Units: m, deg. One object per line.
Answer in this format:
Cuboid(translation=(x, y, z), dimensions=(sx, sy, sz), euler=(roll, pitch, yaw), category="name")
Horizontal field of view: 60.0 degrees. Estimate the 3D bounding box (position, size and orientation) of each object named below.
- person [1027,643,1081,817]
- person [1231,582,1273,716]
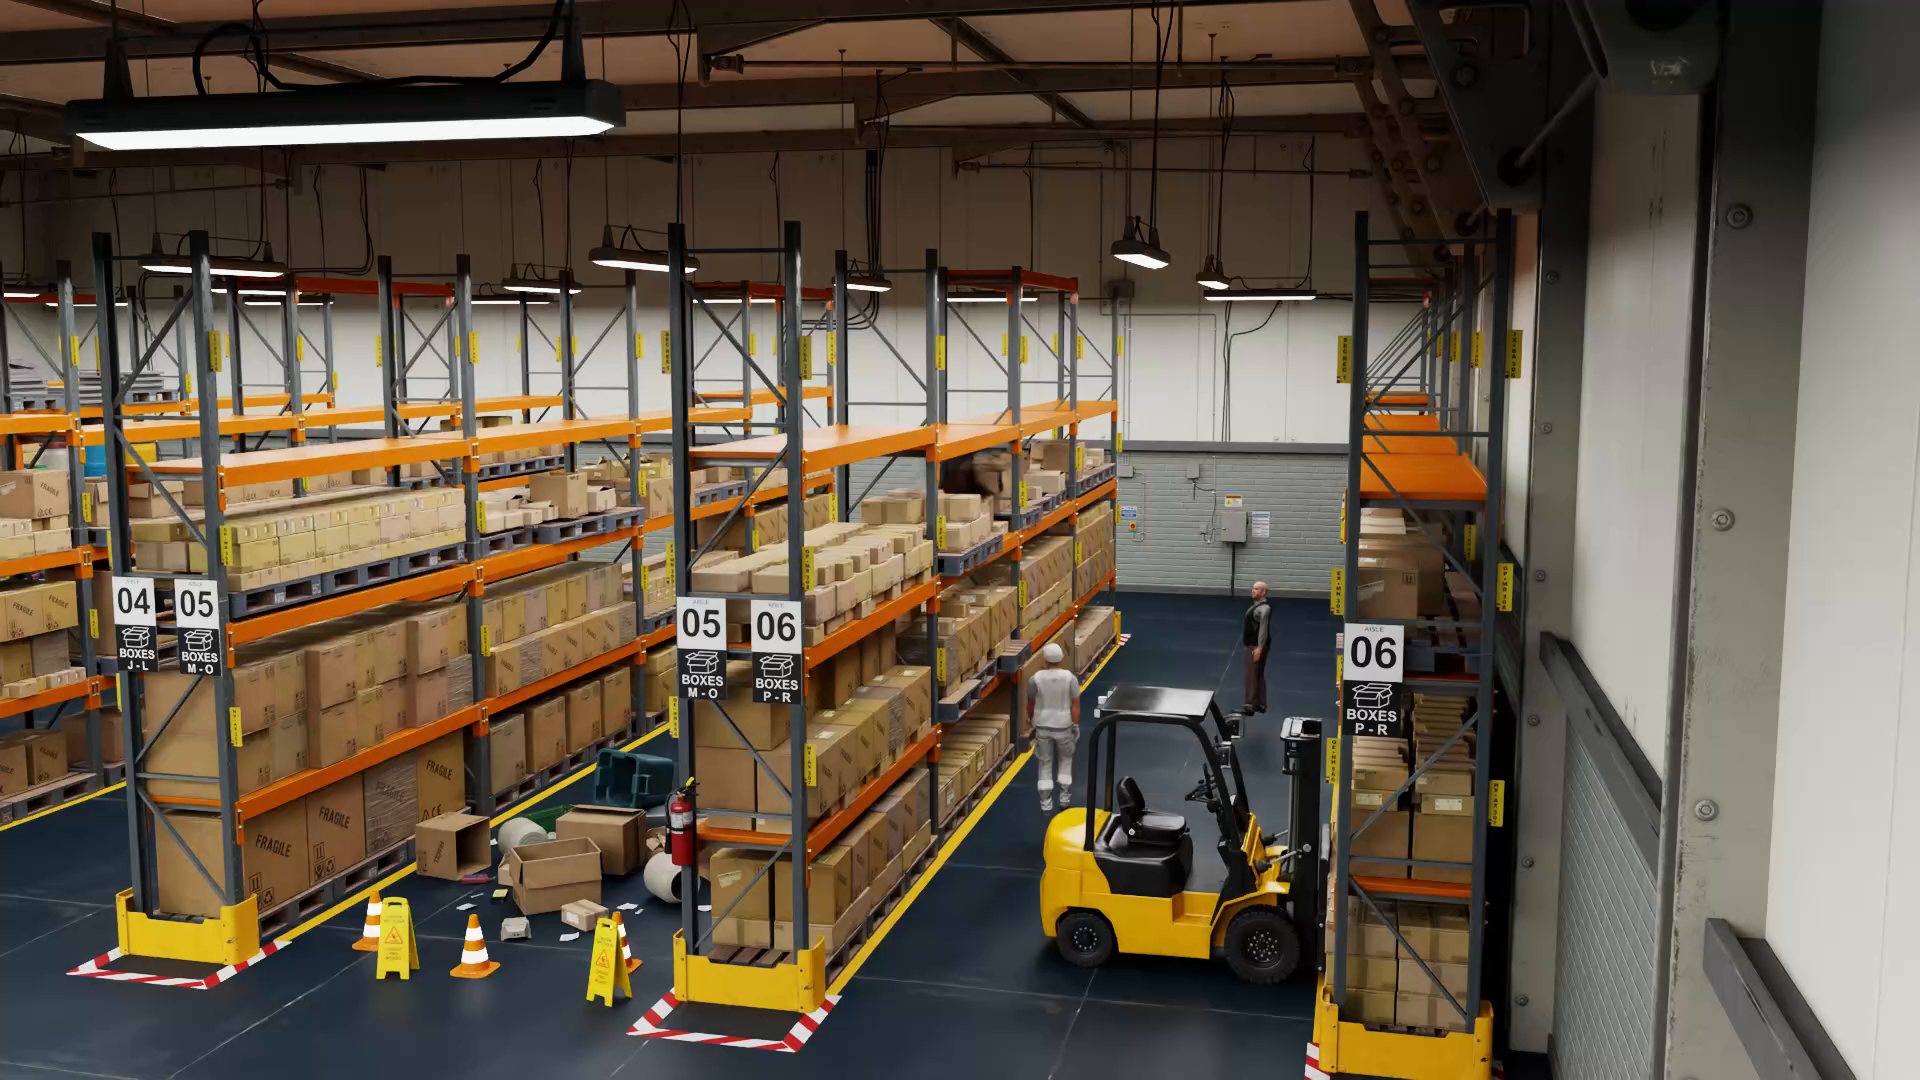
Cuboid(translation=(0.958, 1.966, 17.107), dimensions=(0.576, 1.864, 0.526), euler=(1, 7, 10), category="person")
Cuboid(translation=(3.812, 1.395, 21.578), dimensions=(0.490, 1.721, 0.584), euler=(2, 7, 19), category="person")
